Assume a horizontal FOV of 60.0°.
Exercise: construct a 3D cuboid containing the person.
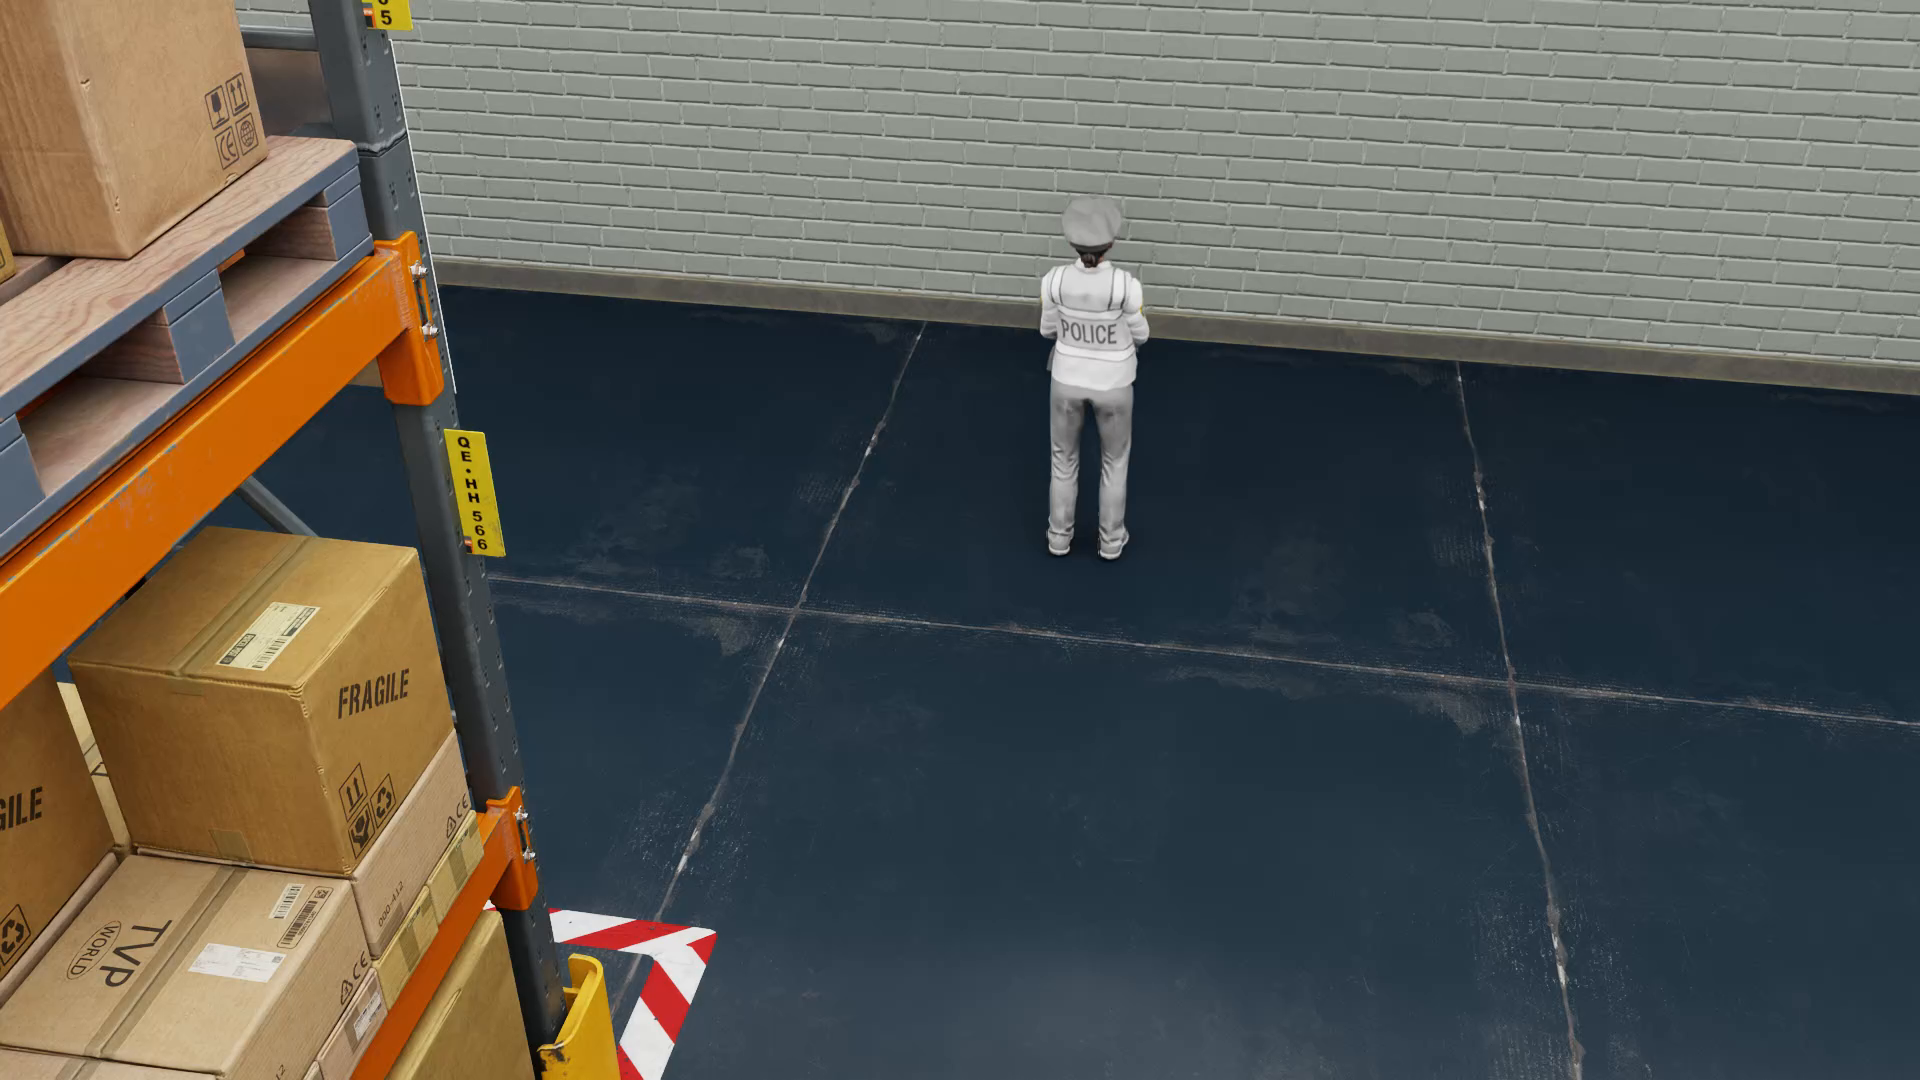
[{"bbox_3d":[0.579,-0.714,7.223,0.467,1.695,0.554,8,33,12],"label":"person"}]
